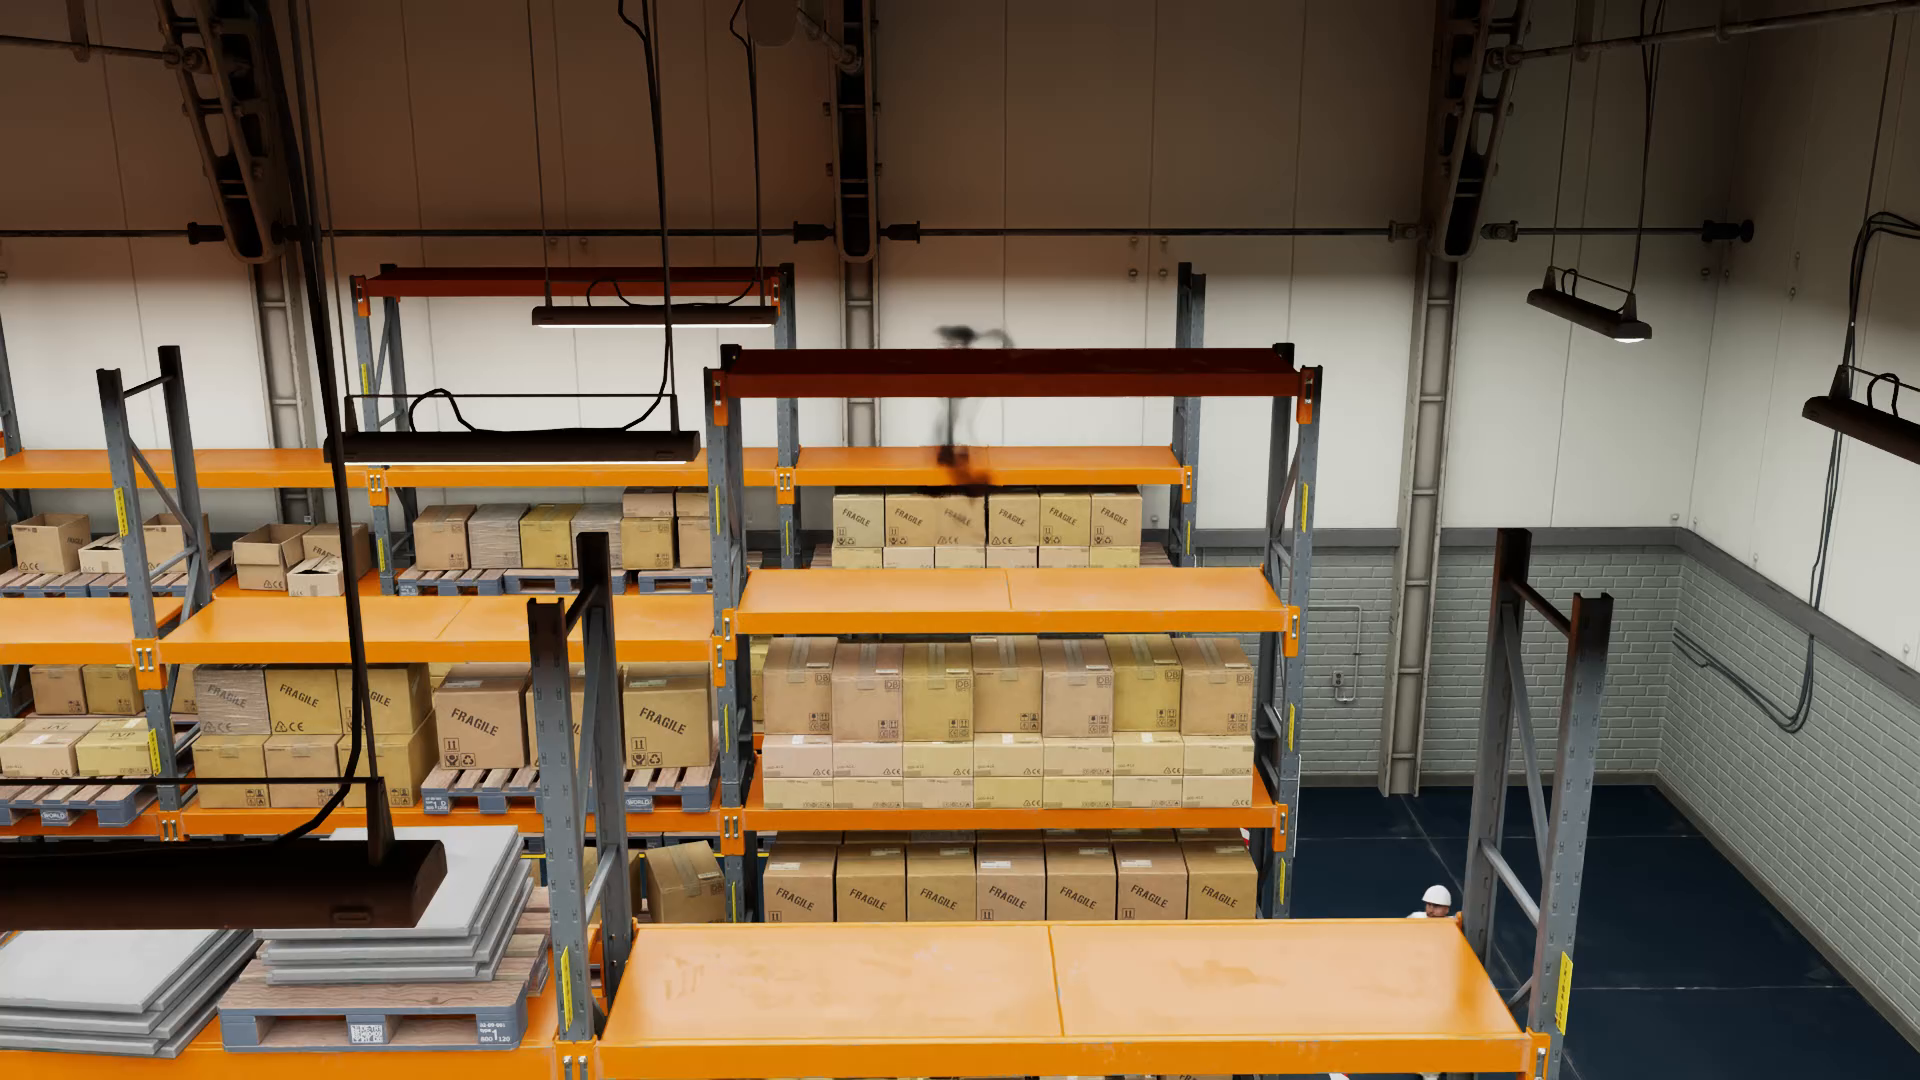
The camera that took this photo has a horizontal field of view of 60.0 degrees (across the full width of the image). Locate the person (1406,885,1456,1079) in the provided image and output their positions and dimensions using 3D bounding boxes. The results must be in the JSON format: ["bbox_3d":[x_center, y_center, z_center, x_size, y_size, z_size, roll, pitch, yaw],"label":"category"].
[{"bbox_3d":[3.749,3.578,13.160,0.694,1.784,0.709,10,19,32],"label":"person"}]
